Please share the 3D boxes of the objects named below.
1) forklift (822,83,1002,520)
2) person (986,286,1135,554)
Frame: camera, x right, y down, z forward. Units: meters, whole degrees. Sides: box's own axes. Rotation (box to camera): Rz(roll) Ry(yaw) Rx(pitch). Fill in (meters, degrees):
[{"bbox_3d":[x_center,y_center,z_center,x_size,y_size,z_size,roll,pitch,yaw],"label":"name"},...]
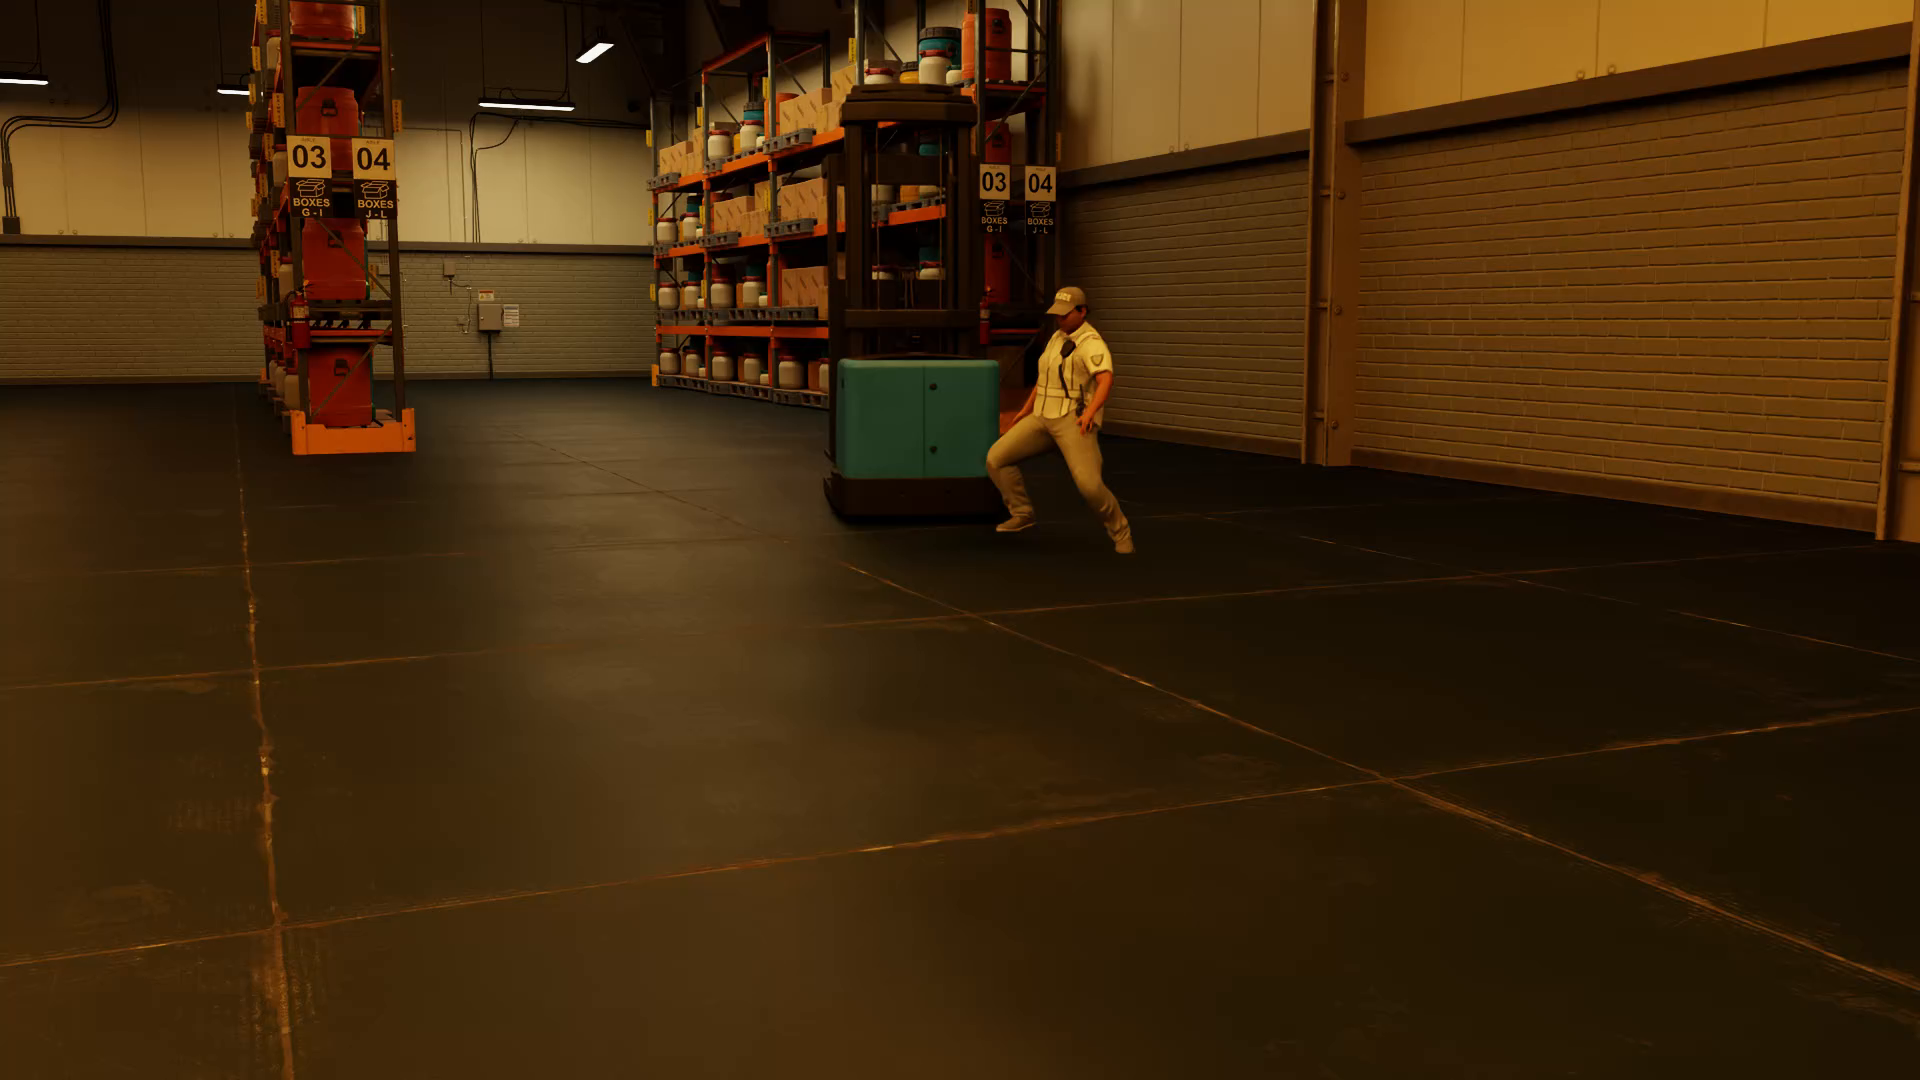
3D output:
[{"bbox_3d":[-0.435,-1.744,12.173,1.130,2.935,3.031,-1,8,-8],"label":"forklift"},{"bbox_3d":[0.626,-0.699,9.724,0.657,1.553,0.889,-5,9,-32],"label":"person"}]
